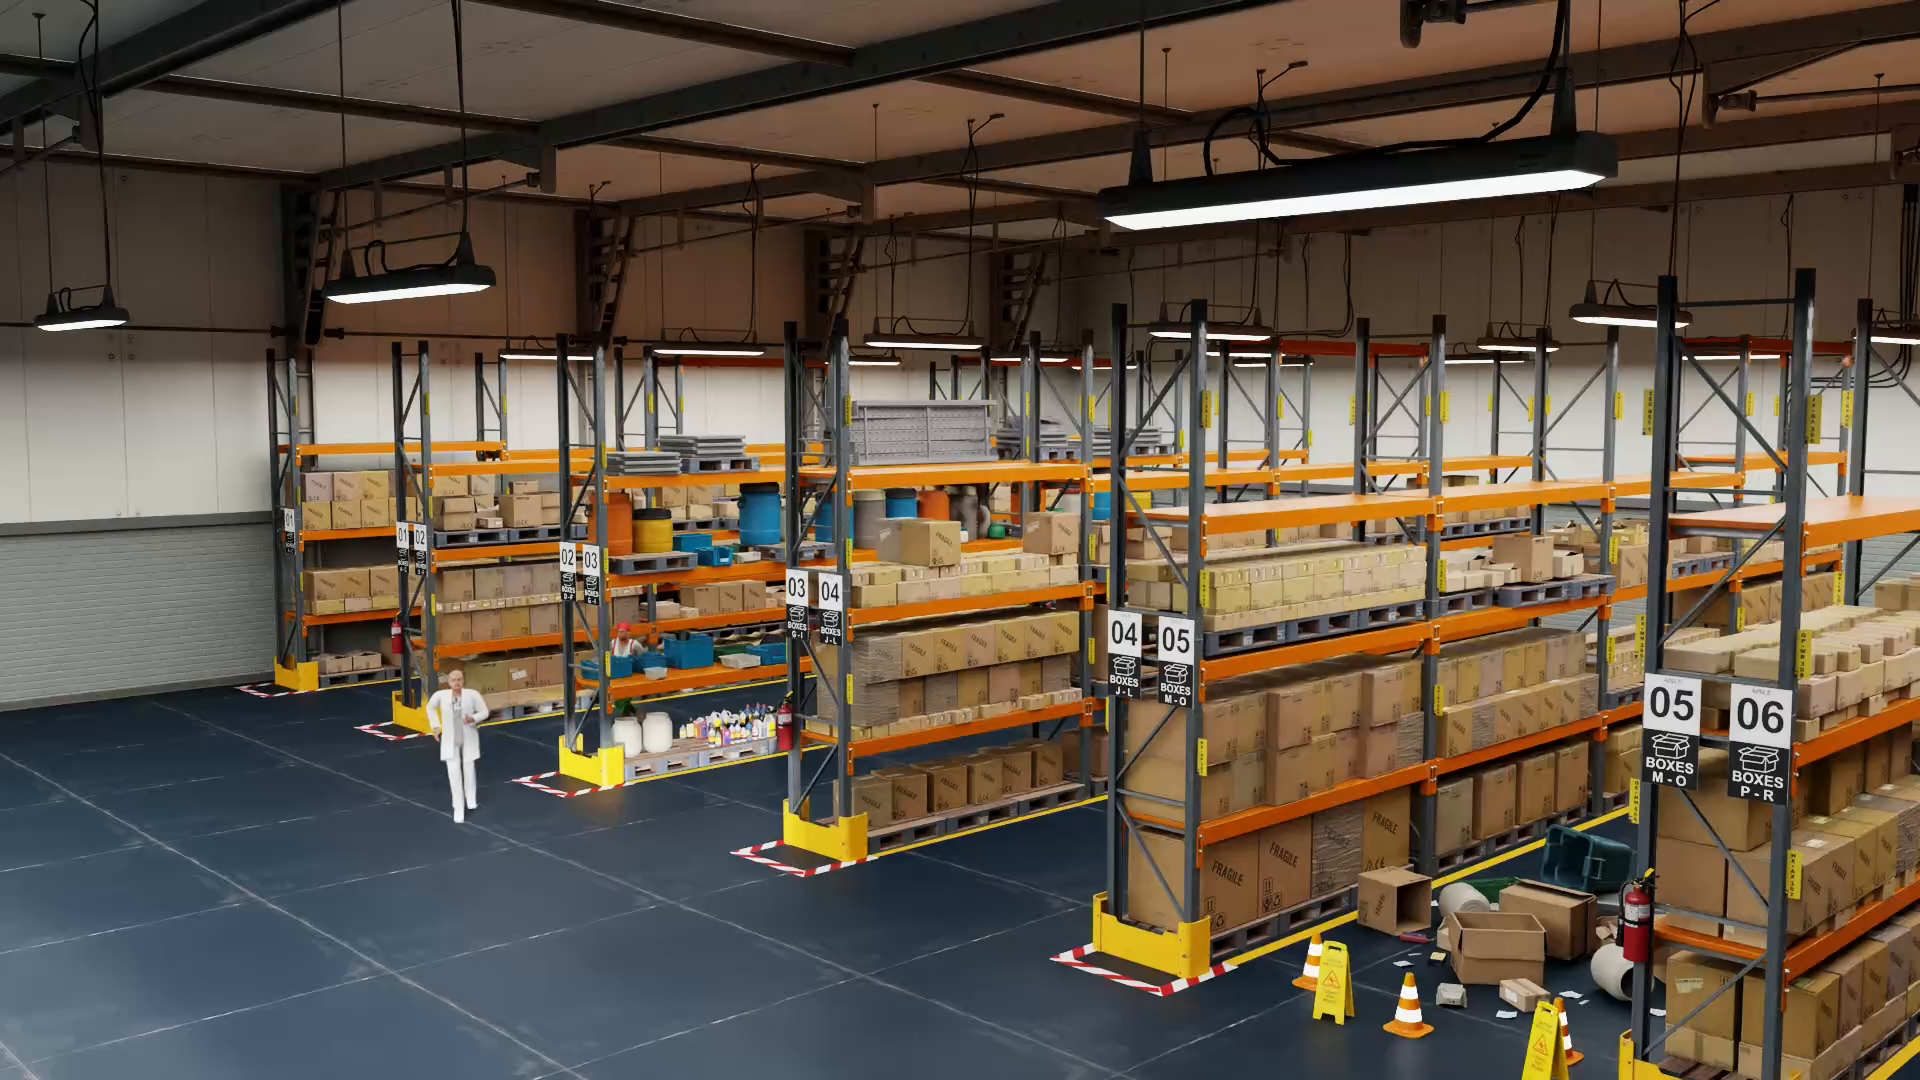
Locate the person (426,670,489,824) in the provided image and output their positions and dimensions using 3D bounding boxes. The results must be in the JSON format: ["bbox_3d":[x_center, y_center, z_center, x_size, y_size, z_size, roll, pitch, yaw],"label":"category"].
[{"bbox_3d":[-6.179,2.499,20.474,0.749,1.824,0.896,-1,5,-14],"label":"person"}]

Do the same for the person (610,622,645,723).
[{"bbox_3d":[-5.117,2.098,25.562,0.649,1.735,0.625,1,5,15],"label":"person"}]

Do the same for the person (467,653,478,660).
[{"bbox_3d":[-8.338,1.879,28.516,0.598,1.660,0.942,3,6,30],"label":"person"}]
